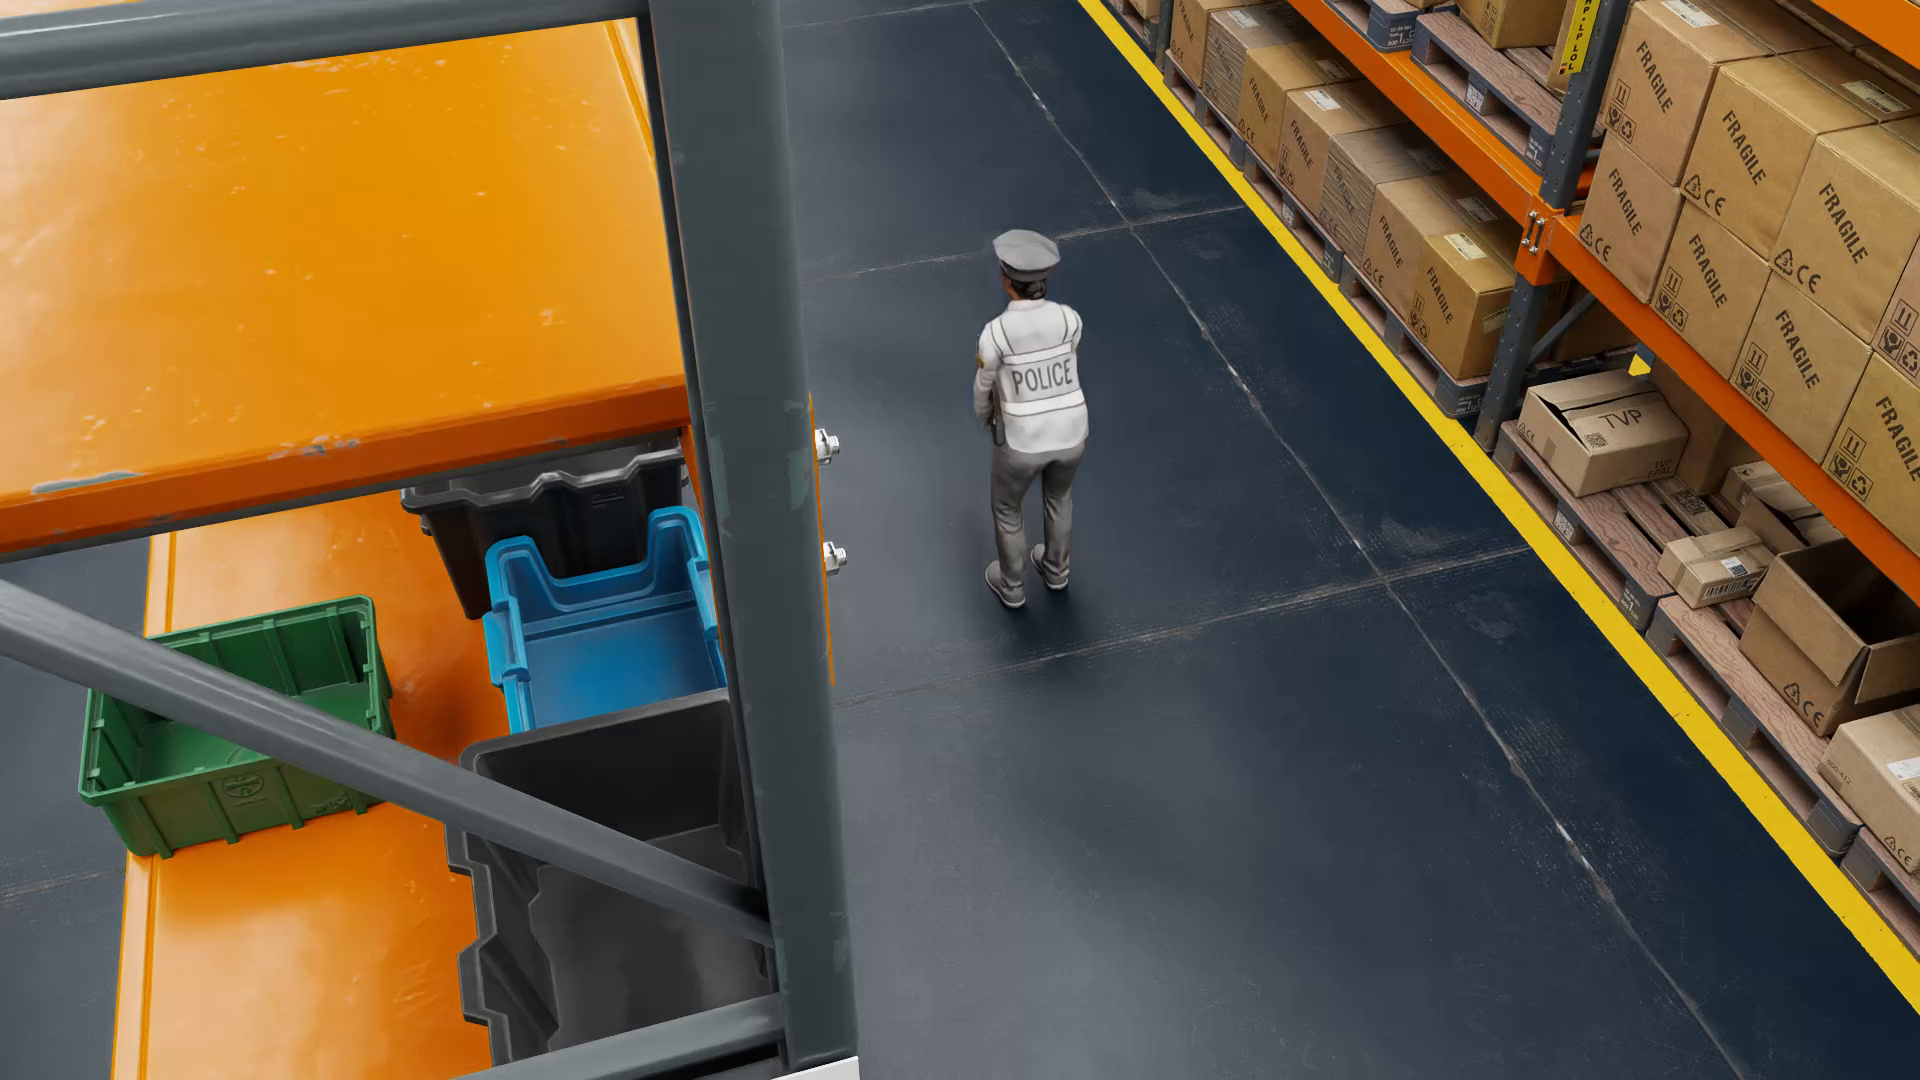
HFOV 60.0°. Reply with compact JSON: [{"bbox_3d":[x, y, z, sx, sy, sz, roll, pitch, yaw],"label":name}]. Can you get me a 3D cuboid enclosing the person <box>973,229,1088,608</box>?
[{"bbox_3d":[0.273,-0.453,6.687,0.412,1.630,0.560,-13,44,-13],"label":"person"}]
